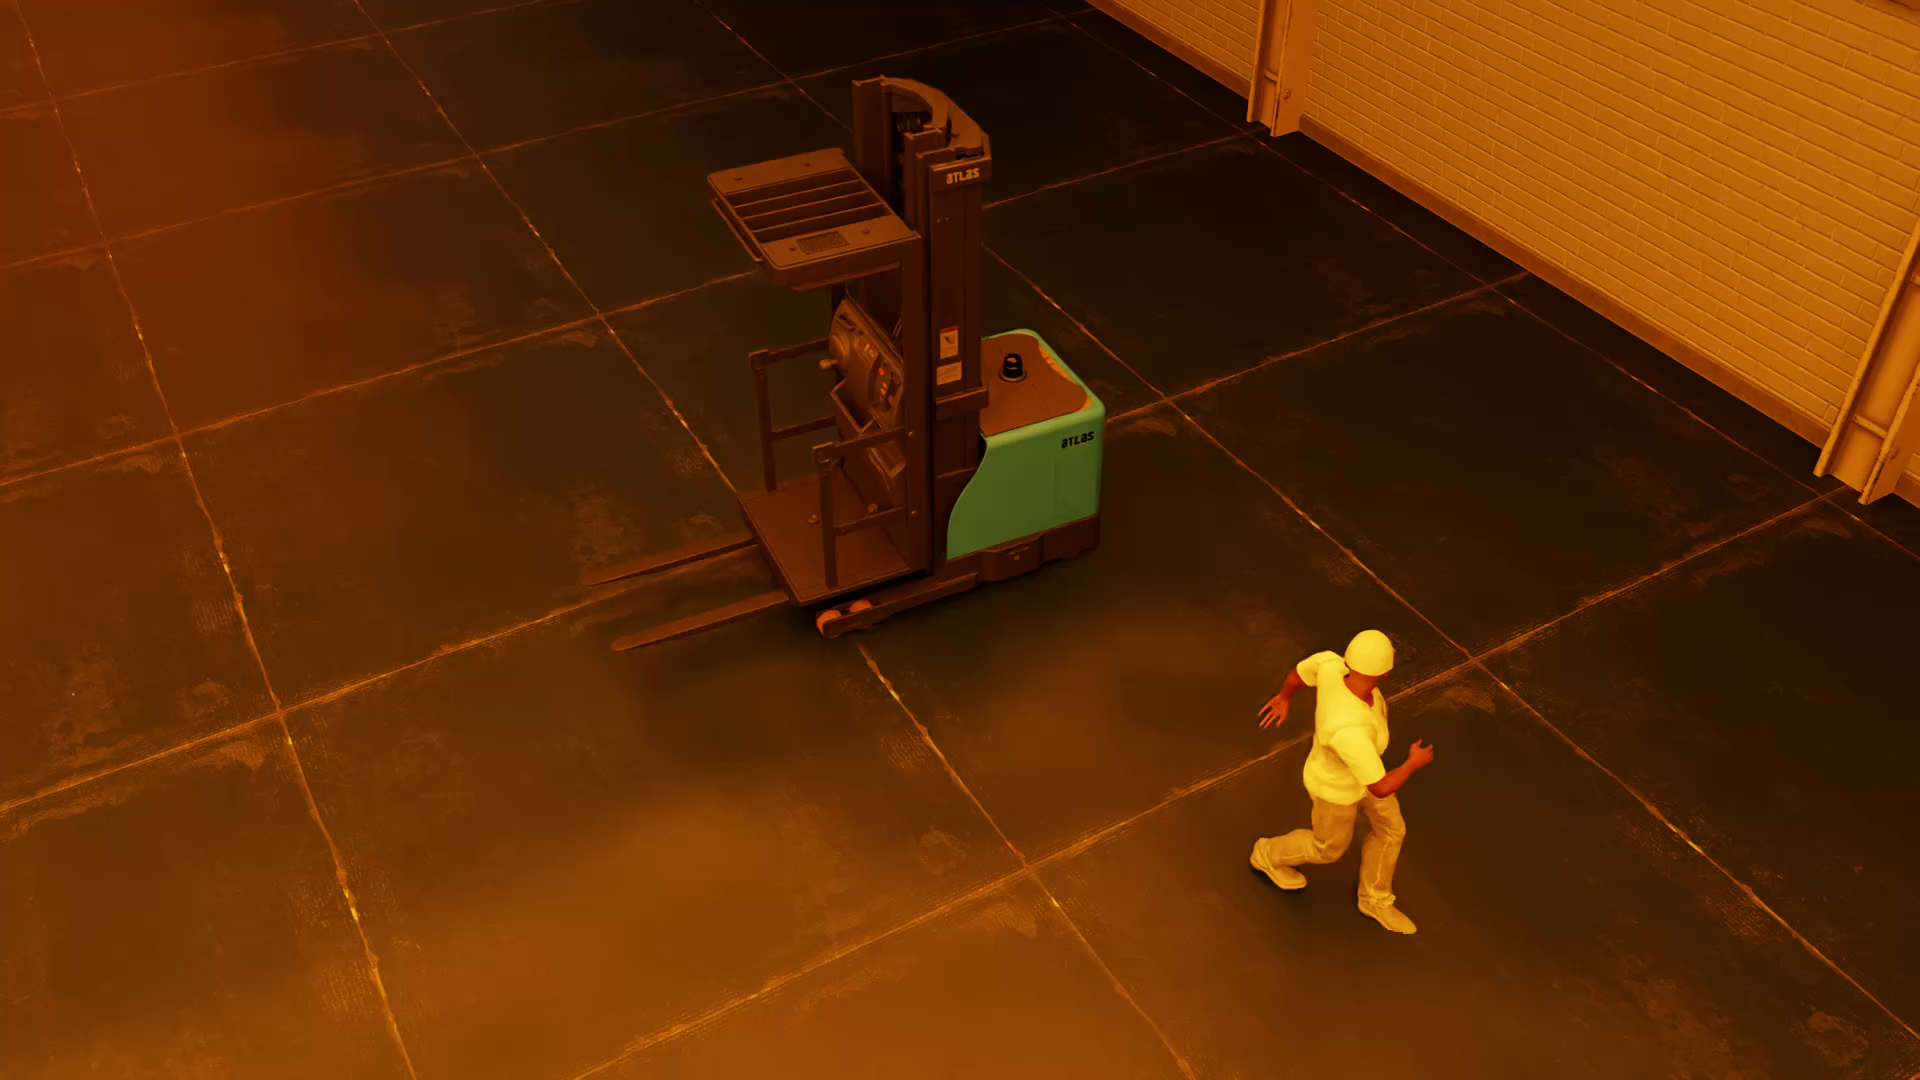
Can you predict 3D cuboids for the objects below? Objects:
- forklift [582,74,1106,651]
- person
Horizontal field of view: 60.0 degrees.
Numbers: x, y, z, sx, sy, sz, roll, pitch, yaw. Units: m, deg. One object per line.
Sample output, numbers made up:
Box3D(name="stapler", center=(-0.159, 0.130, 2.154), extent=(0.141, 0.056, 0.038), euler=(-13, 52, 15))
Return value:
Box3D(name="forklift", center=(-0.699, -0.945, 9.176), extent=(3.031, 2.935, 1.130), euler=(-17, 43, -19))
Box3D(name="person", center=(1.793, 1.092, 7.720), extent=(0.987, 1.704, 0.582), euler=(18, 43, 20))
